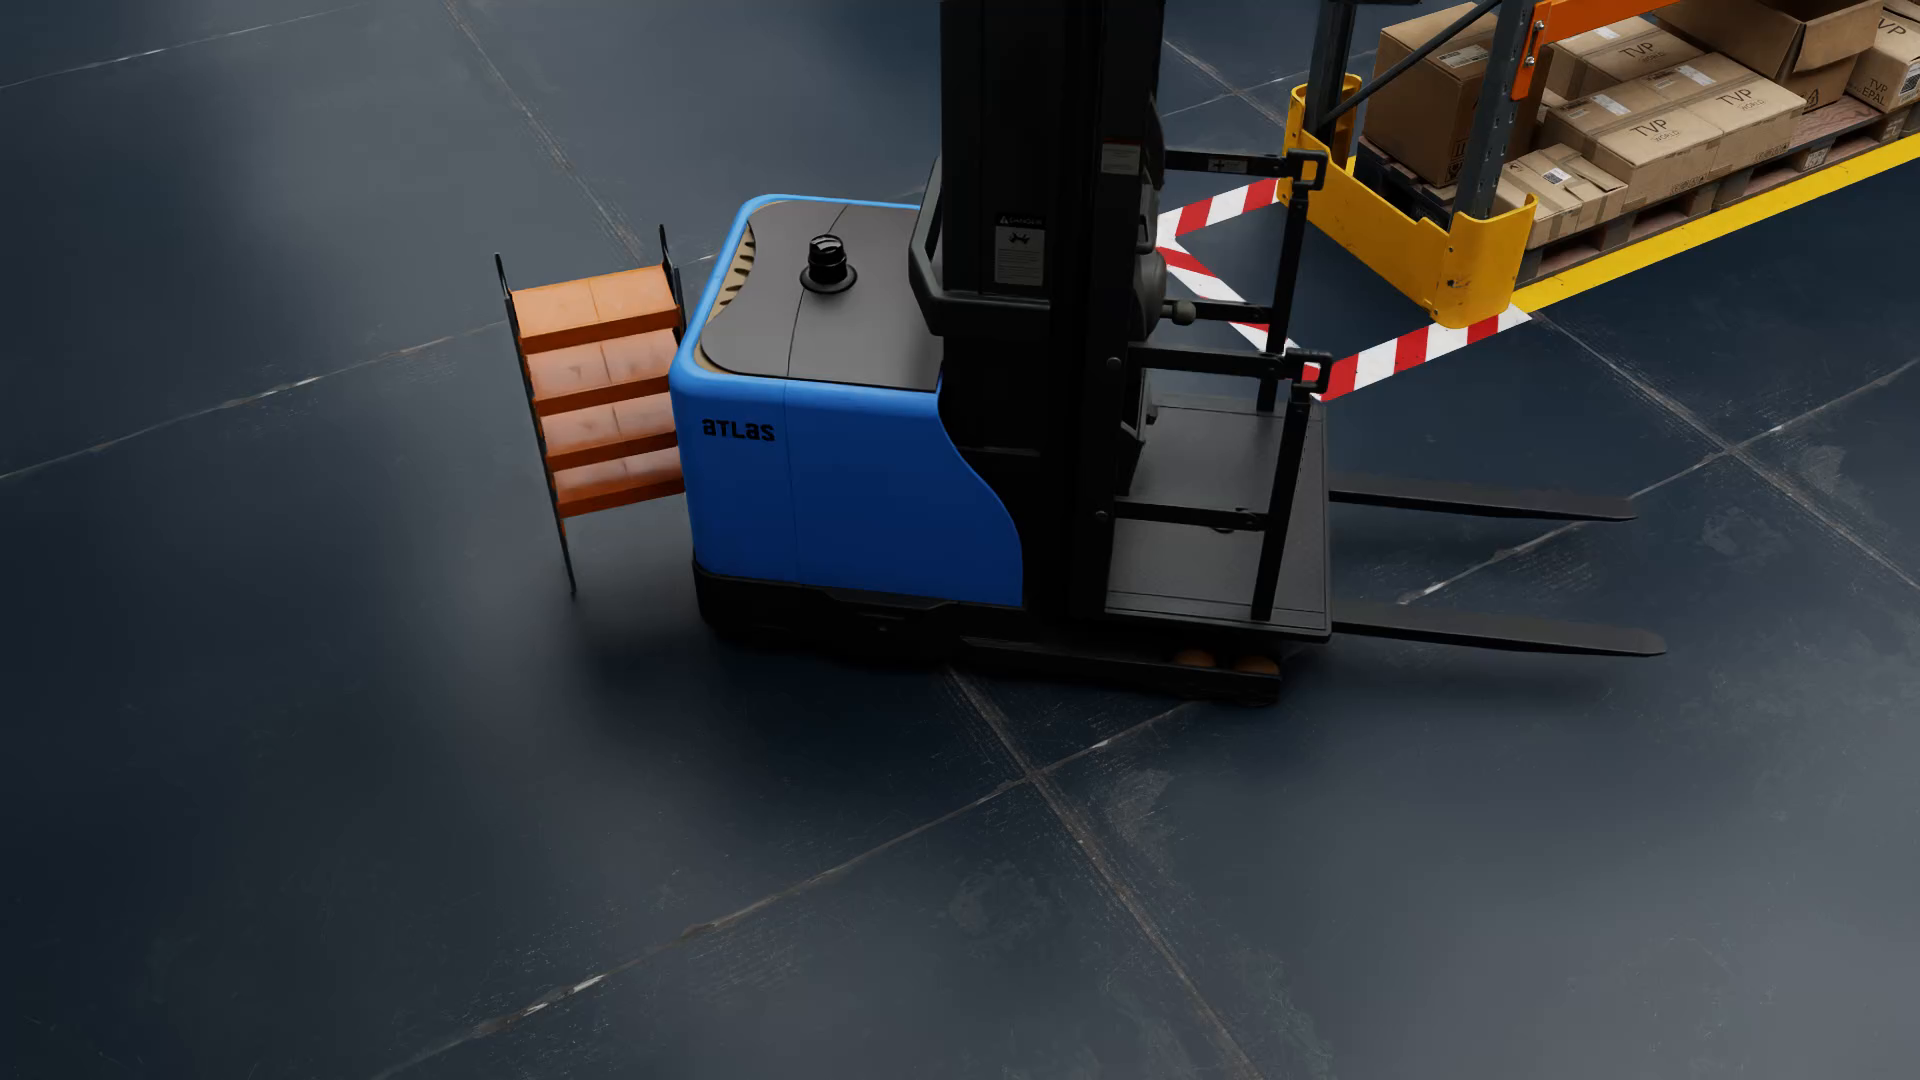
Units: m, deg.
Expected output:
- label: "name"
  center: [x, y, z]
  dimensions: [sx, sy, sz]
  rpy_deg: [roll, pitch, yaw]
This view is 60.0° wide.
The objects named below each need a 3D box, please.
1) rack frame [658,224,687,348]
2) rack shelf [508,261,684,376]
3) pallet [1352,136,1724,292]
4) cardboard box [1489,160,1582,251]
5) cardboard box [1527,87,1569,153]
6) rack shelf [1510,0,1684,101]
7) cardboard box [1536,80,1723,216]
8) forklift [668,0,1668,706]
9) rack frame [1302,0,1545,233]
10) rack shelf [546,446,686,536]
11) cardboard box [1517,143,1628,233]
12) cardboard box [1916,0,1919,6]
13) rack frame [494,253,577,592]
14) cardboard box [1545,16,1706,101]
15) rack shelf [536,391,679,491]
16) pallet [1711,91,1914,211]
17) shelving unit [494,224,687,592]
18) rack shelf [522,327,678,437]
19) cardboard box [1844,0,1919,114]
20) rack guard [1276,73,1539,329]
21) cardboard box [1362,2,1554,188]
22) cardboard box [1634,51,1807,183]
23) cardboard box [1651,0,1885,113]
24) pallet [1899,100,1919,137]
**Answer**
- label: "rack frame"
  center: [-0.864, -0.442, 5.344]
  dimensions: [0.015, 1.200, 0.240]
  rpy_deg: [-13, 46, -13]
- label: "rack shelf"
  center: [-1.096, -0.671, 5.016]
  dimensions: [0.480, 0.148, 0.258]
  rpy_deg: [-13, 46, -13]
- label: "pallet"
  center: [2.495, -1.587, 7.234]
  dimensions: [1.213, 0.211, 1.003]
  rpy_deg: [-22, 48, -21]
- label: "cardboard box"
  center: [2.273, -1.357, 6.725]
  dimensions: [0.250, 0.149, 0.380]
  rpy_deg: [-22, 48, -21]
- label: "cardboard box"
  center: [2.483, -1.849, 7.220]
  dimensions: [0.250, 0.166, 0.380]
  rpy_deg: [-22, 48, -21]
- label: "rack shelf"
  center: [3.473, -2.720, 6.915]
  dimensions: [4.000, 0.370, 1.077]
  rpy_deg: [-22, 48, -21]
- label: "cardboard box"
  center: [2.785, -1.646, 6.951]
  dimensions: [0.500, 0.250, 0.500]
  rpy_deg: [-22, 48, -21]
- label: "forklift"
  center: [0.712, -0.930, 4.604]
  dimensions: [3.031, 2.935, 1.130]
  rpy_deg: [6, 44, 6]
- label: "rack frame"
  center: [1.739, -2.284, 5.950]
  dimensions: [0.127, 3.000, 1.000]
  rpy_deg: [-22, 48, -21]
- label: "rack shelf"
  center: [-1.096, -0.198, 5.475]
  dimensions: [0.480, 0.148, 0.258]
  rpy_deg: [-13, 46, -13]
- label: "cardboard box"
  center: [2.490, -1.450, 6.808]
  dimensions: [0.250, 0.166, 0.380]
  rpy_deg: [-22, 48, -21]
- label: "cardboard box"
  center: [4.854, -2.564, 7.717]
  dimensions: [0.500, 0.500, 0.500]
  rpy_deg: [-22, 48, -21]
- label: "rack frame"
  center: [-1.328, -0.336, 5.235]
  dimensions: [0.015, 1.200, 0.240]
  rpy_deg: [-13, 46, -13]
- label: "cardboard box"
  center: [2.926, -2.104, 7.423]
  dimensions: [0.500, 0.250, 0.500]
  rpy_deg: [-22, 48, -21]
- label: "rack shelf"
  center: [-1.096, -0.341, 5.336]
  dimensions: [0.480, 0.148, 0.258]
  rpy_deg: [-13, 46, -13]
- label: "pallet"
  center: [3.552, -2.007, 7.667]
  dimensions: [1.213, 0.211, 1.003]
  rpy_deg: [-22, 48, -21]
- label: "shelving unit"
  center: [-1.096, -0.389, 5.289]
  dimensions: [0.503, 1.200, 0.258]
  rpy_deg: [-13, 46, -13]
- label: "rack shelf"
  center: [-1.096, -0.501, 5.181]
  dimensions: [0.480, 0.148, 0.258]
  rpy_deg: [-13, 46, -13]
- label: "cardboard box"
  center: [4.204, -2.236, 7.515]
  dimensions: [0.500, 0.311, 0.500]
  rpy_deg: [-22, 48, -21]
- label: "rack guard"
  center: [1.805, -1.413, 6.847]
  dimensions: [0.348, 0.500, 1.175]
  rpy_deg: [-22, 48, -21]
- label: "cardboard box"
  center: [2.087, -1.882, 7.015]
  dimensions: [0.500, 0.500, 0.500]
  rpy_deg: [-22, 48, -21]
- label: "cardboard box"
  center: [3.218, -1.819, 7.129]
  dimensions: [0.500, 0.250, 0.500]
  rpy_deg: [-22, 48, -21]
- label: "cardboard box"
  center: [3.580, -2.279, 7.421]
  dimensions: [0.637, 0.503, 0.797]
  rpy_deg: [-22, 48, -21]
- label: "pallet"
  center: [4.611, -2.433, 8.106]
  dimensions: [1.213, 0.211, 1.003]
  rpy_deg: [-22, 48, -21]
